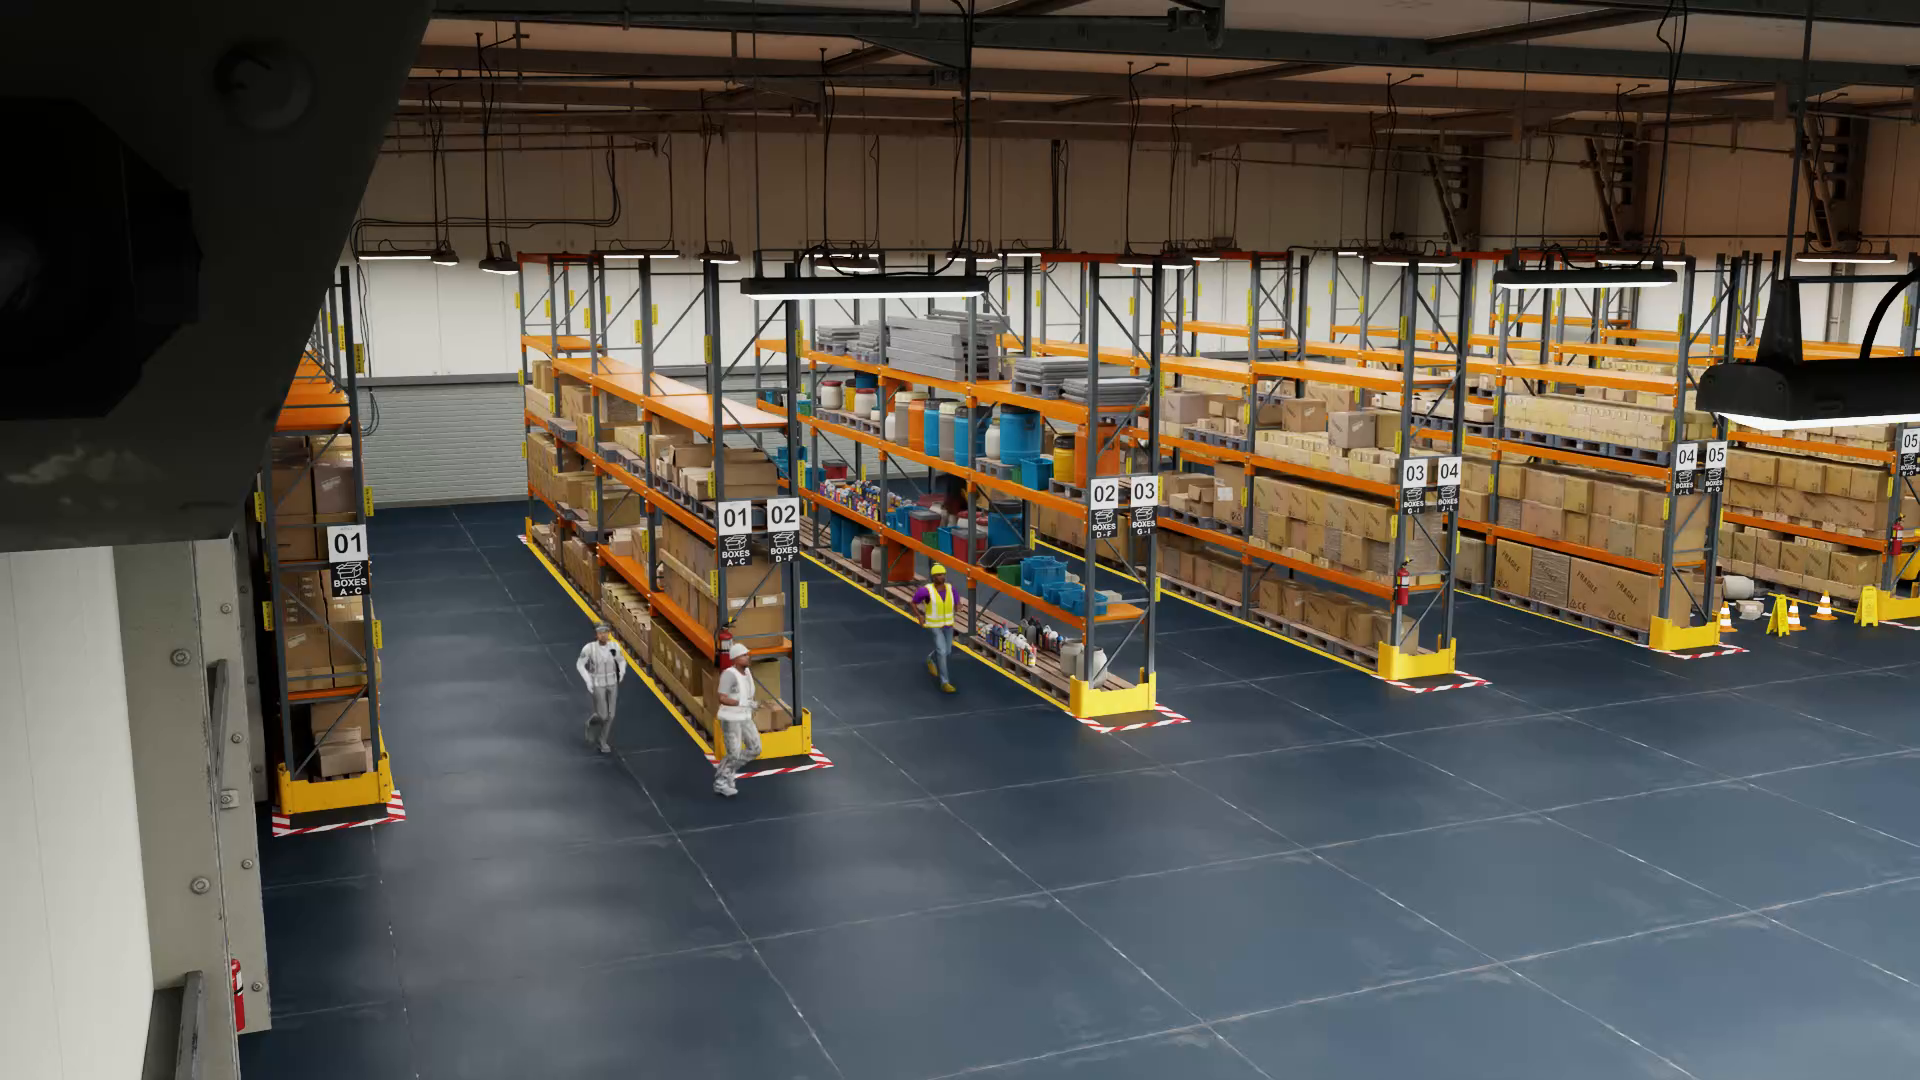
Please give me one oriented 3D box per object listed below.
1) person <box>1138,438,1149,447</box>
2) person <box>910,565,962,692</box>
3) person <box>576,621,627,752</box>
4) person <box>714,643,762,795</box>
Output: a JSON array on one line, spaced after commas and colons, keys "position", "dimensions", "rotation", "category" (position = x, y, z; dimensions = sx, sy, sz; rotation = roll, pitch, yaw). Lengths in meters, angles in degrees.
[{"position": [4.519, -1.988, 41.209], "dimensions": [0.674, 1.736, 0.695], "rotation": [-8, 13, -38], "category": "person"}, {"position": [-0.290, 1.209, 23.467], "dimensions": [0.710, 1.747, 0.968], "rotation": [-6, 12, -30], "category": "person"}, {"position": [-4.400, 1.807, 20.607], "dimensions": [0.605, 1.662, 0.569], "rotation": [-6, 12, -30], "category": "person"}, {"position": [-2.483, 2.041, 19.034], "dimensions": [0.604, 1.729, 0.690], "rotation": [4, 11, 23], "category": "person"}]
